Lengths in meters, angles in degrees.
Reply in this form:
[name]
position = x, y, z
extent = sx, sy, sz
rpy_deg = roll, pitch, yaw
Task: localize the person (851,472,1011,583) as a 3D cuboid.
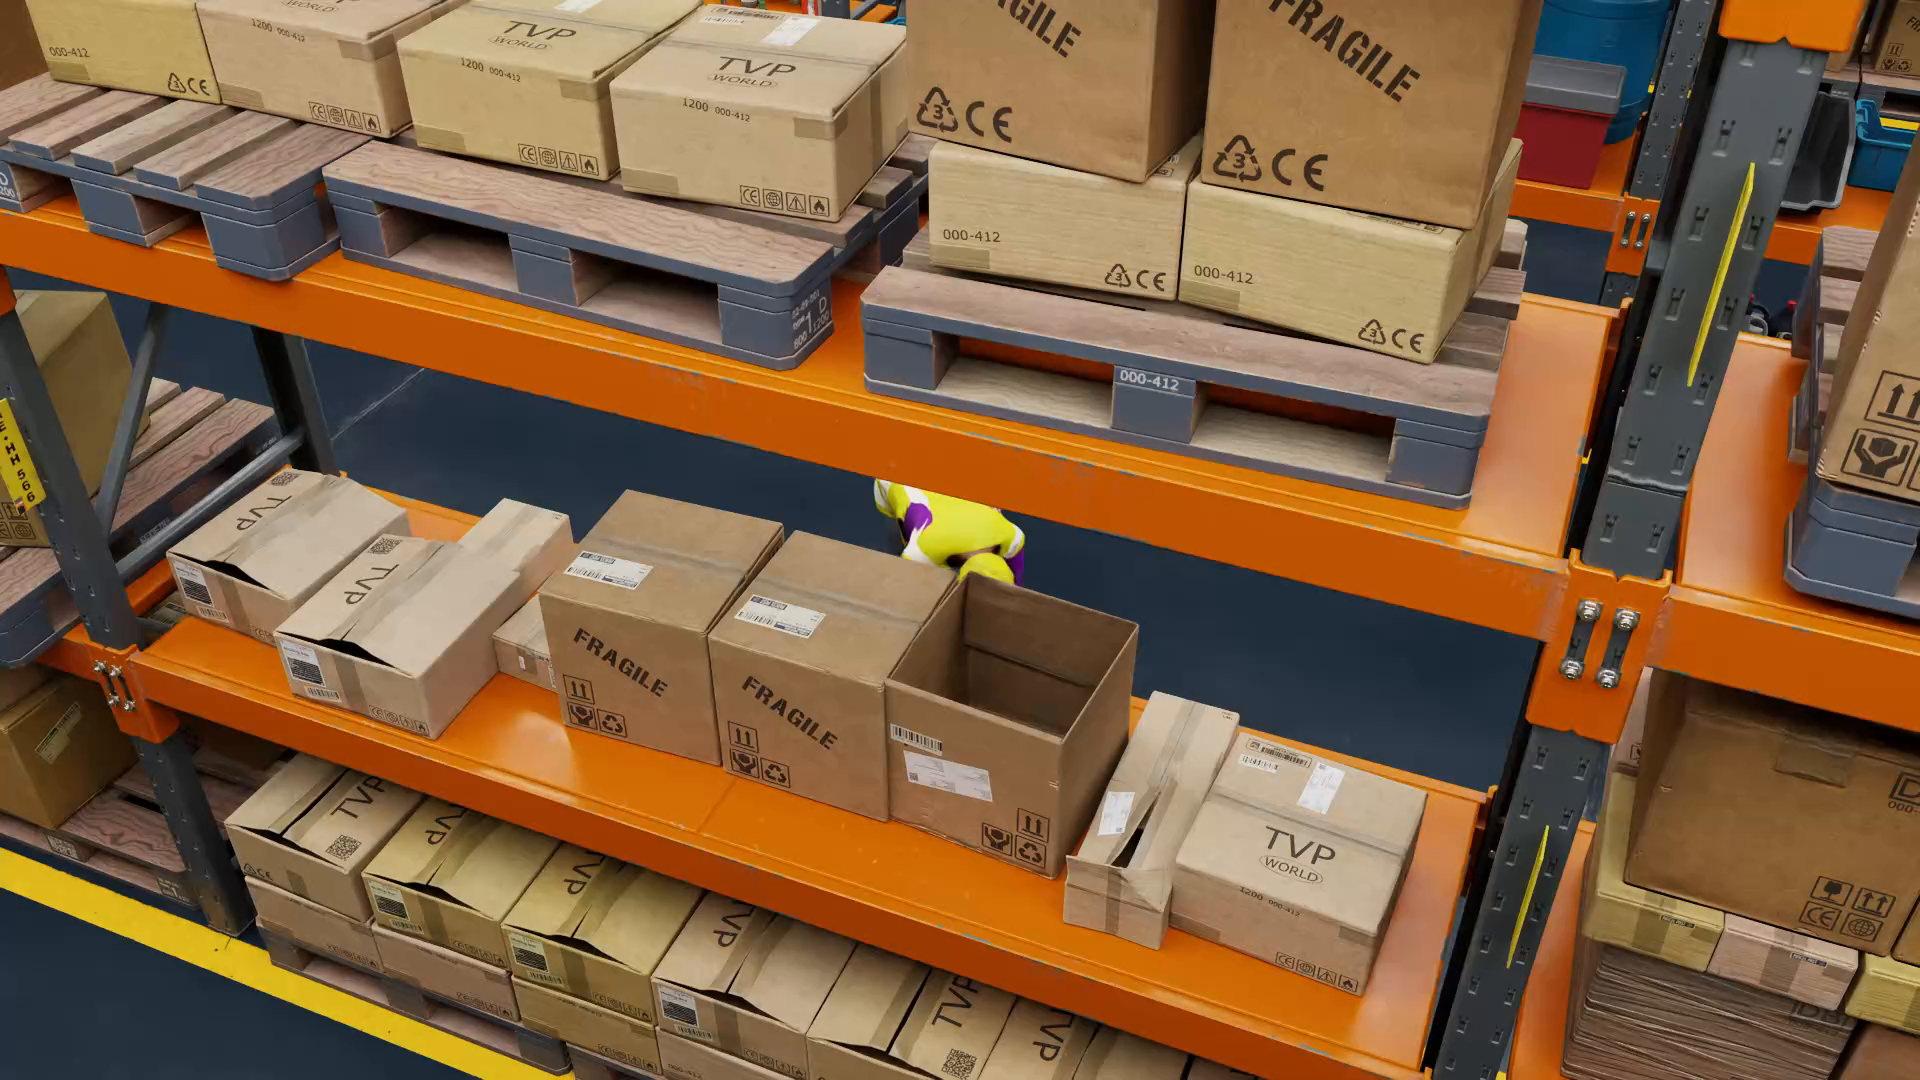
[person]
position = -0.071, -0.157, 6.322
extent = 0.663, 1.766, 0.576
rpy_deg = -12, 39, -16
